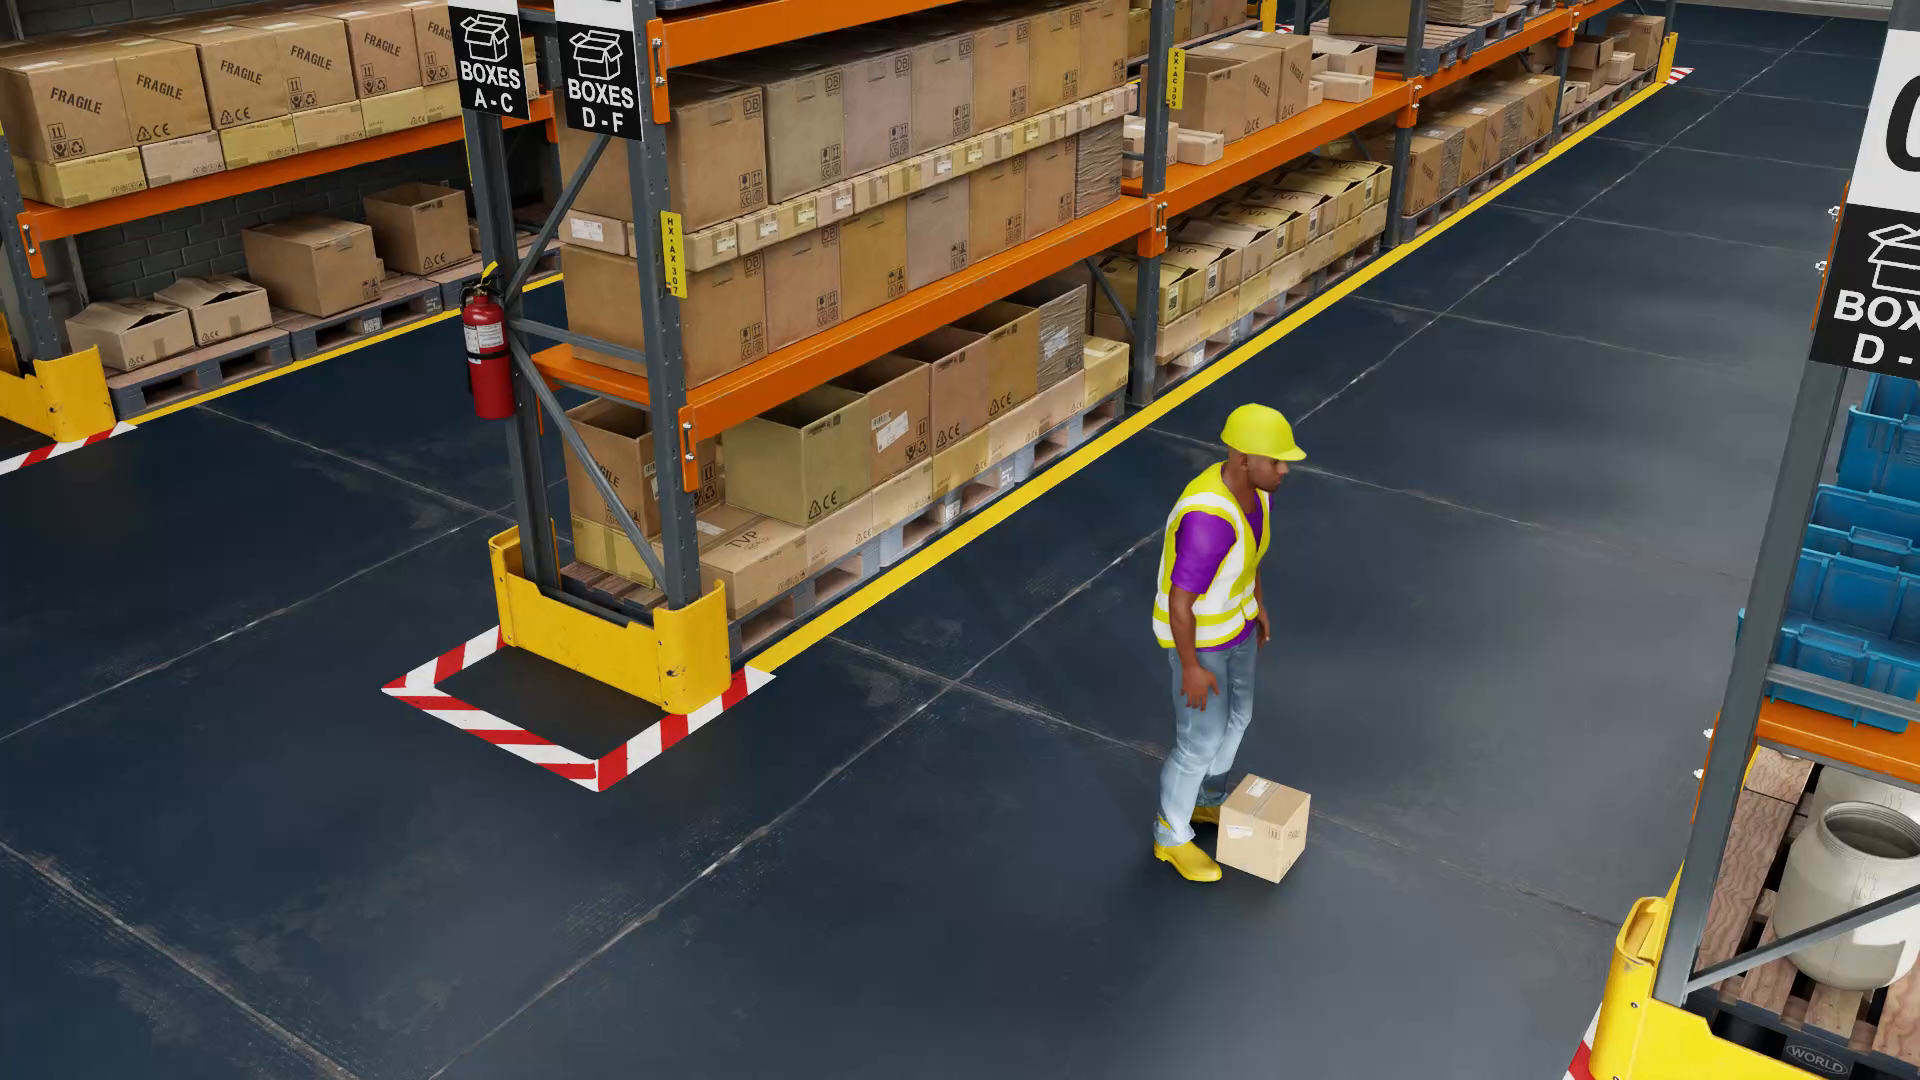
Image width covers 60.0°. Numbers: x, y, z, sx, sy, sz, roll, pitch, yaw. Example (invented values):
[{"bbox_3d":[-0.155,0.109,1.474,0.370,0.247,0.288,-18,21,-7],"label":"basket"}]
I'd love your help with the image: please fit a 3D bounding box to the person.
[{"bbox_3d":[0.934,0.337,5.928,0.459,1.761,0.638,16,31,29],"label":"person"}]
